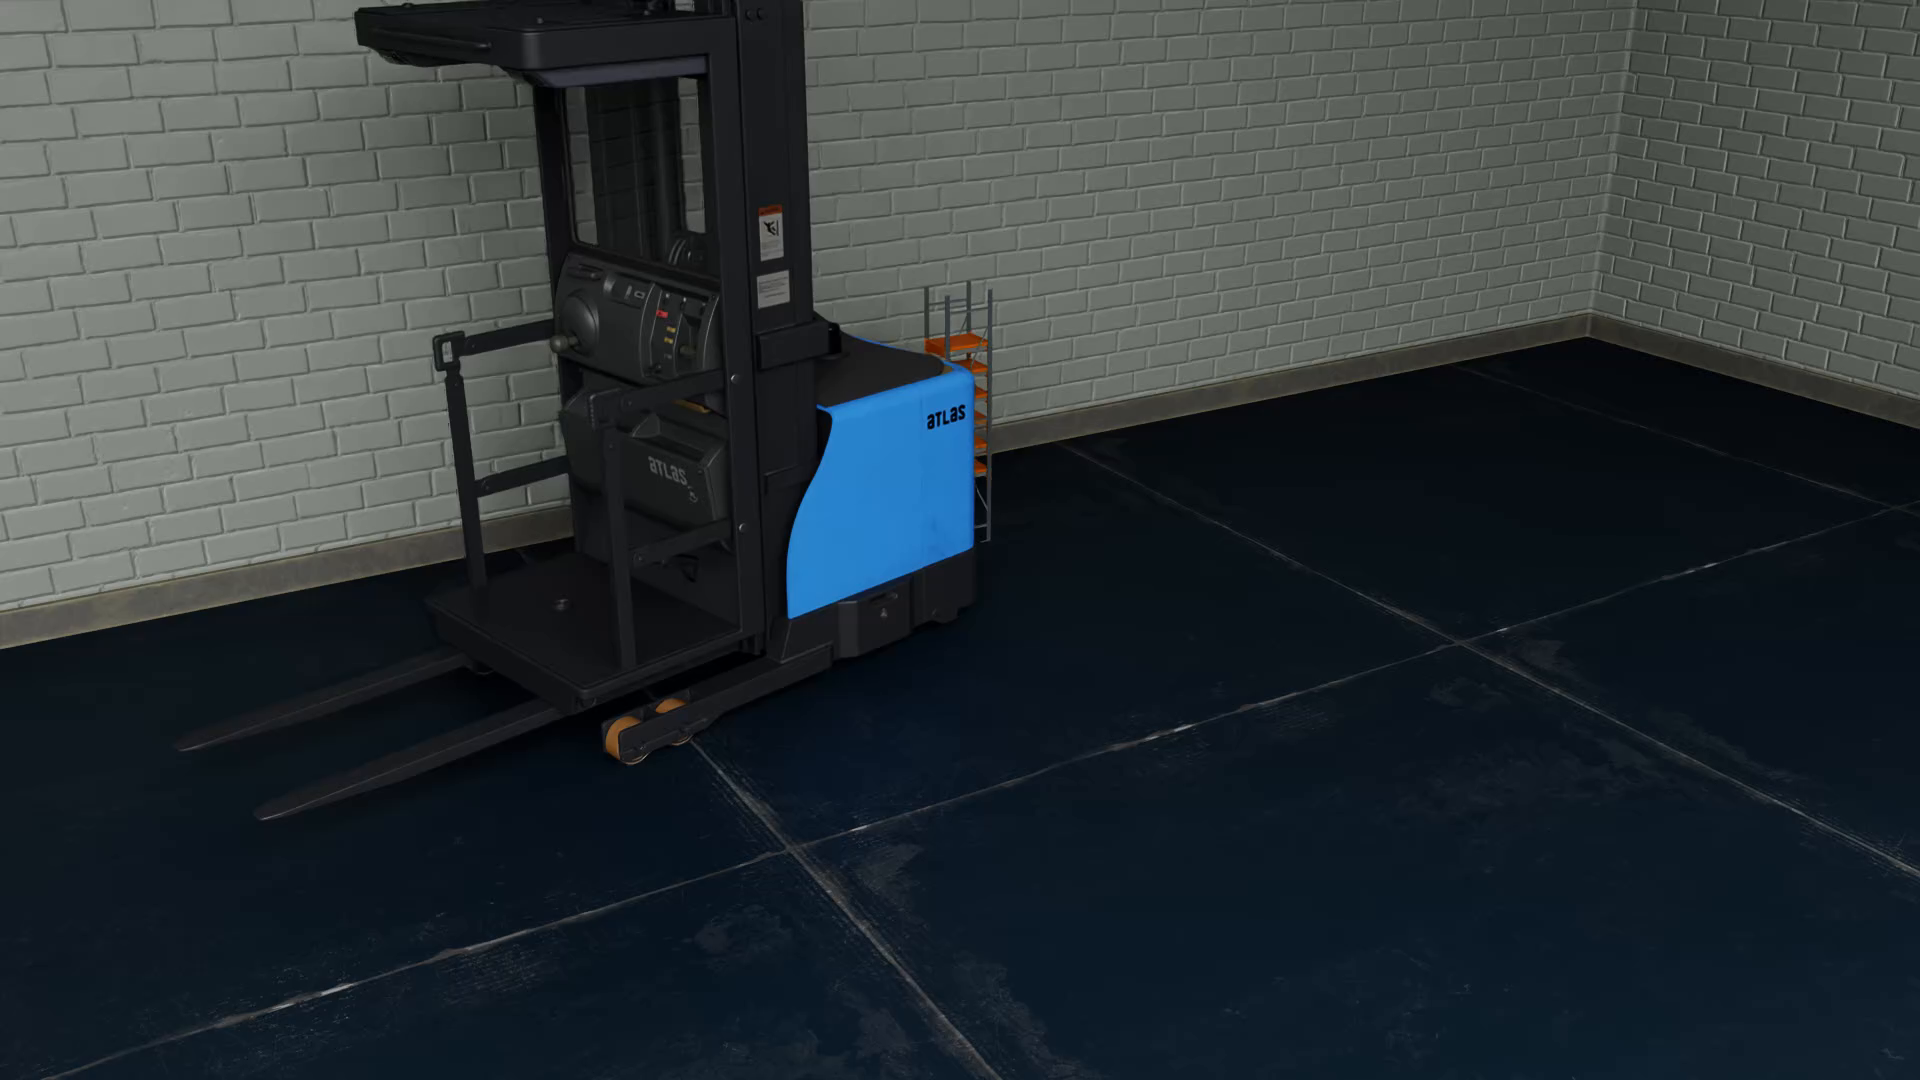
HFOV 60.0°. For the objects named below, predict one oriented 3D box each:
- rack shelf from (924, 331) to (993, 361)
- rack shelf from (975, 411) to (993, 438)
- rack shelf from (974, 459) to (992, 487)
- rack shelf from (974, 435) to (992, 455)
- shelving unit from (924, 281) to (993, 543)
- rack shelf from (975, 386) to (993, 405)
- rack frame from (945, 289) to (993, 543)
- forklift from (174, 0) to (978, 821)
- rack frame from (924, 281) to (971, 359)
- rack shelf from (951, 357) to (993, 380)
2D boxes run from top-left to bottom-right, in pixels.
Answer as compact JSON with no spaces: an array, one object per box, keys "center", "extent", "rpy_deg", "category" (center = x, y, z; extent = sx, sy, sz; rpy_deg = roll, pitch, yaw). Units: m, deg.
[{"center":[-0.007,-0.853,7.478],"extent":[0.258,0.103,0.180],"rpy_deg":[-13,25,-28],"category":"rack shelf"},{"center":[-0.007,-0.519,7.614],"extent":[0.258,0.103,0.180],"rpy_deg":[-13,25,-28],"category":"rack shelf"},{"center":[-0.007,-0.297,7.704],"extent":[0.258,0.103,0.180],"rpy_deg":[-13,25,-28],"category":"rack shelf"},{"center":[-0.007,-0.408,7.659],"extent":[0.258,0.103,0.180],"rpy_deg":[-13,25,-28],"category":"rack shelf"},{"center":[-0.007,-0.561,7.597],"extent":[0.258,1.200,0.189],"rpy_deg":[-13,25,-28],"category":"shelving unit"},{"center":[-0.007,-0.631,7.569],"extent":[0.258,0.103,0.180],"rpy_deg":[-13,25,-28],"category":"rack shelf"},{"center":[0.039,-0.531,7.524],"extent":[0.240,1.200,0.006],"rpy_deg":[-13,25,-28],"category":"rack frame"},{"center":[-1.320,-0.785,5.850],"extent":[1.130,2.935,3.031],"rpy_deg":[20,30,41],"category":"forklift"},{"center":[-0.054,-0.590,7.670],"extent":[0.240,1.200,0.006],"rpy_deg":[-13,25,-28],"category":"rack frame"},{"center":[-0.007,-0.742,7.523],"extent":[0.258,0.103,0.180],"rpy_deg":[-13,25,-28],"category":"rack shelf"}]
